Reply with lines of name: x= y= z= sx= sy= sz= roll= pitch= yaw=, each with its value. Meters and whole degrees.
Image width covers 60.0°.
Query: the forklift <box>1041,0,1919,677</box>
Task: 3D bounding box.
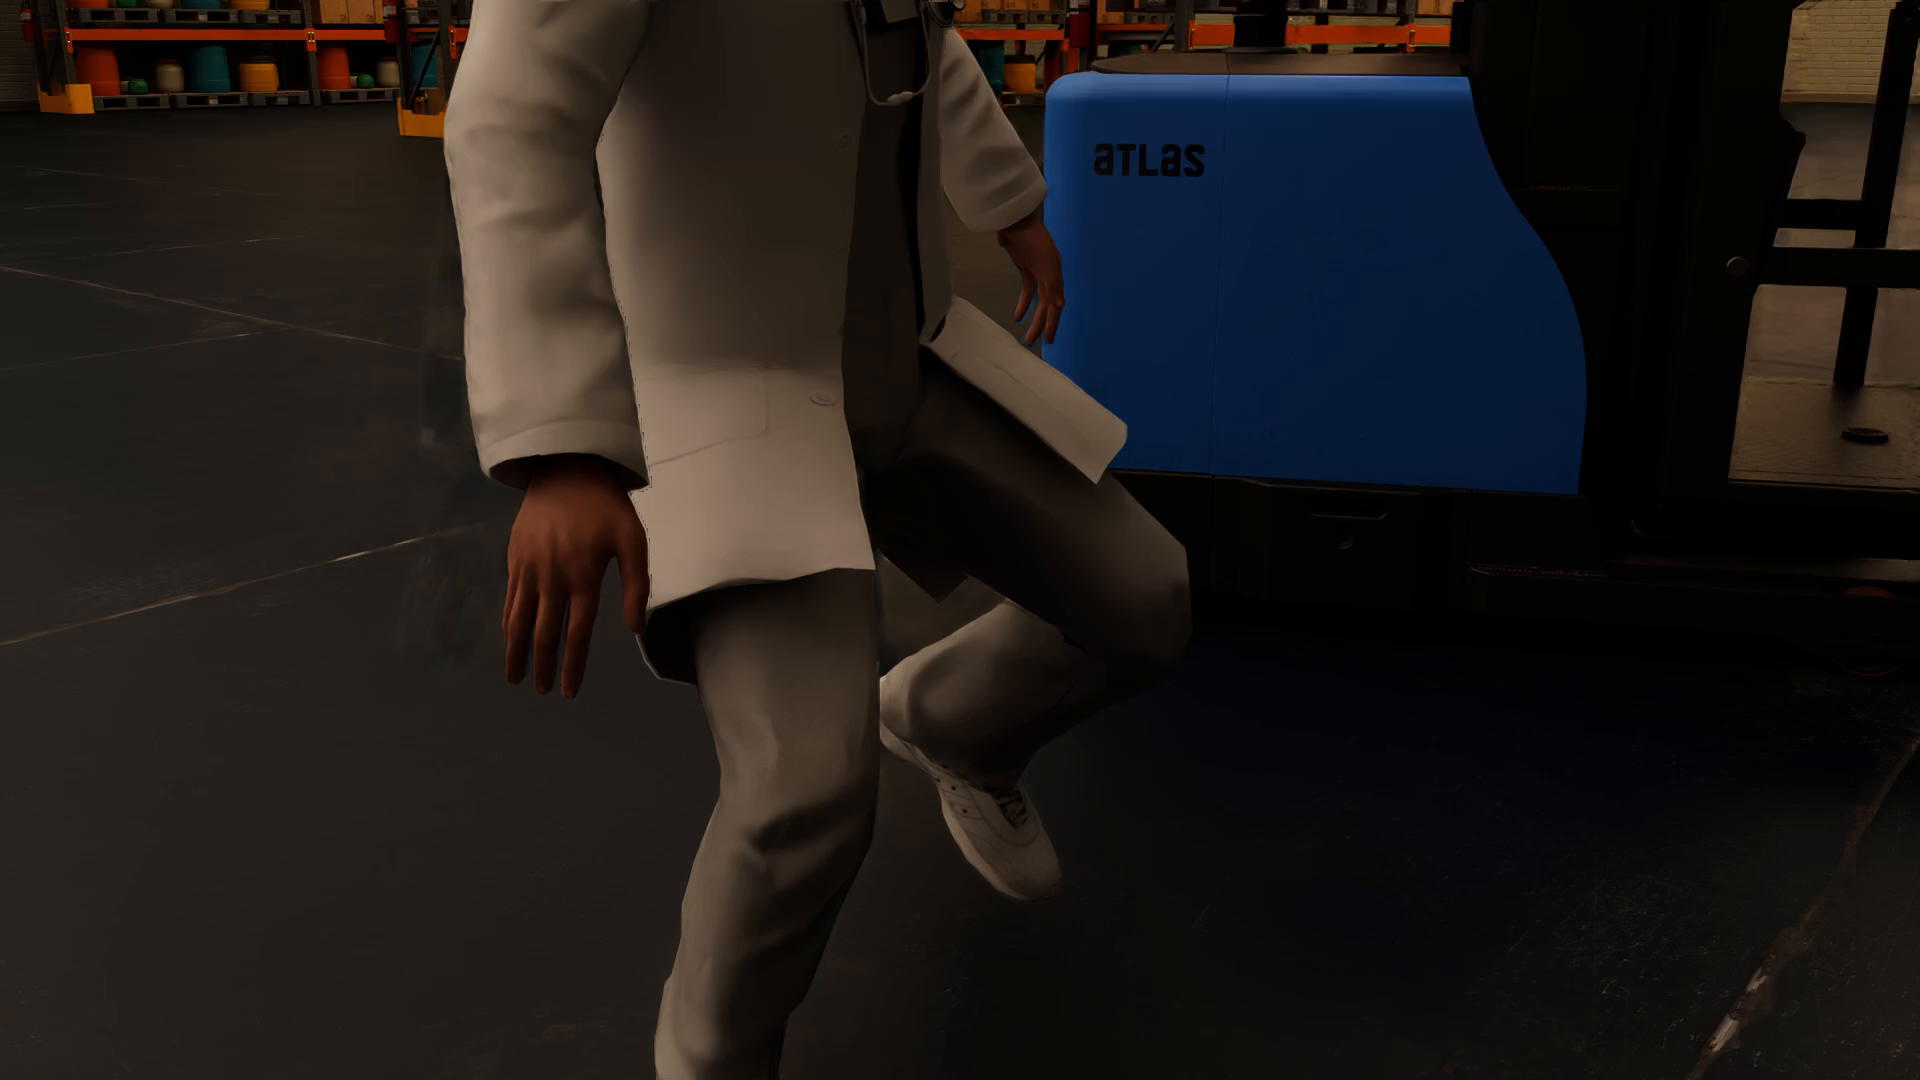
forklift: x=1.724 y=-1.304 z=3.192 sx=3.031 sy=2.935 sz=1.130 roll=4 pitch=17 yaw=12

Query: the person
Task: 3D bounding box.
person: x=-0.132 y=-0.162 z=1.719 sx=0.543 sy=1.662 sz=1.026 roll=14 pitch=22 yaw=38
